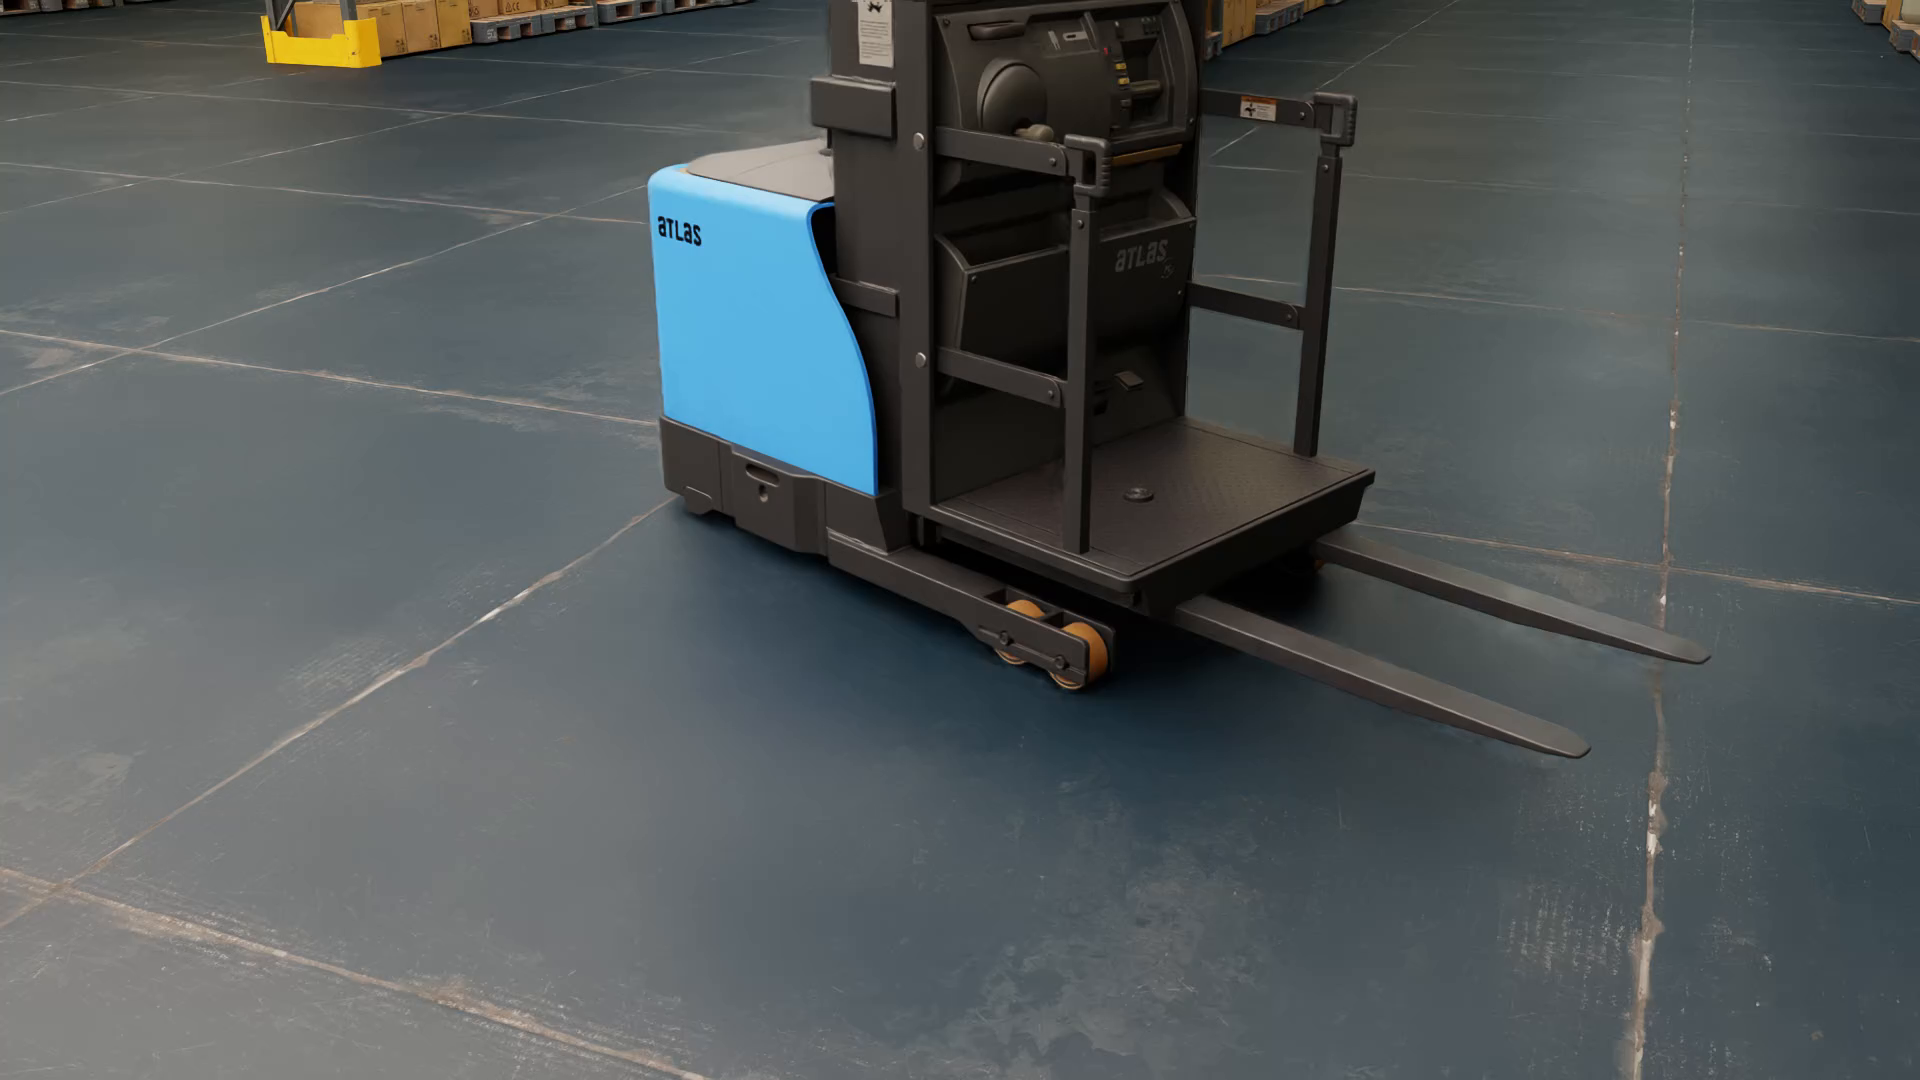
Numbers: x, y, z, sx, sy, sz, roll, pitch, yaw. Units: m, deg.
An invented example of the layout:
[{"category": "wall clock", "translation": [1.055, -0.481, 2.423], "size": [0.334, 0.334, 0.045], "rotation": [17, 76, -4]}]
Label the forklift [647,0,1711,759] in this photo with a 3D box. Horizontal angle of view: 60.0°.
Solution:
[{"category": "forklift", "translation": [0.446, -1.201, 4.165], "size": [3.031, 2.935, 1.130], "rotation": [21, 31, 41]}]
